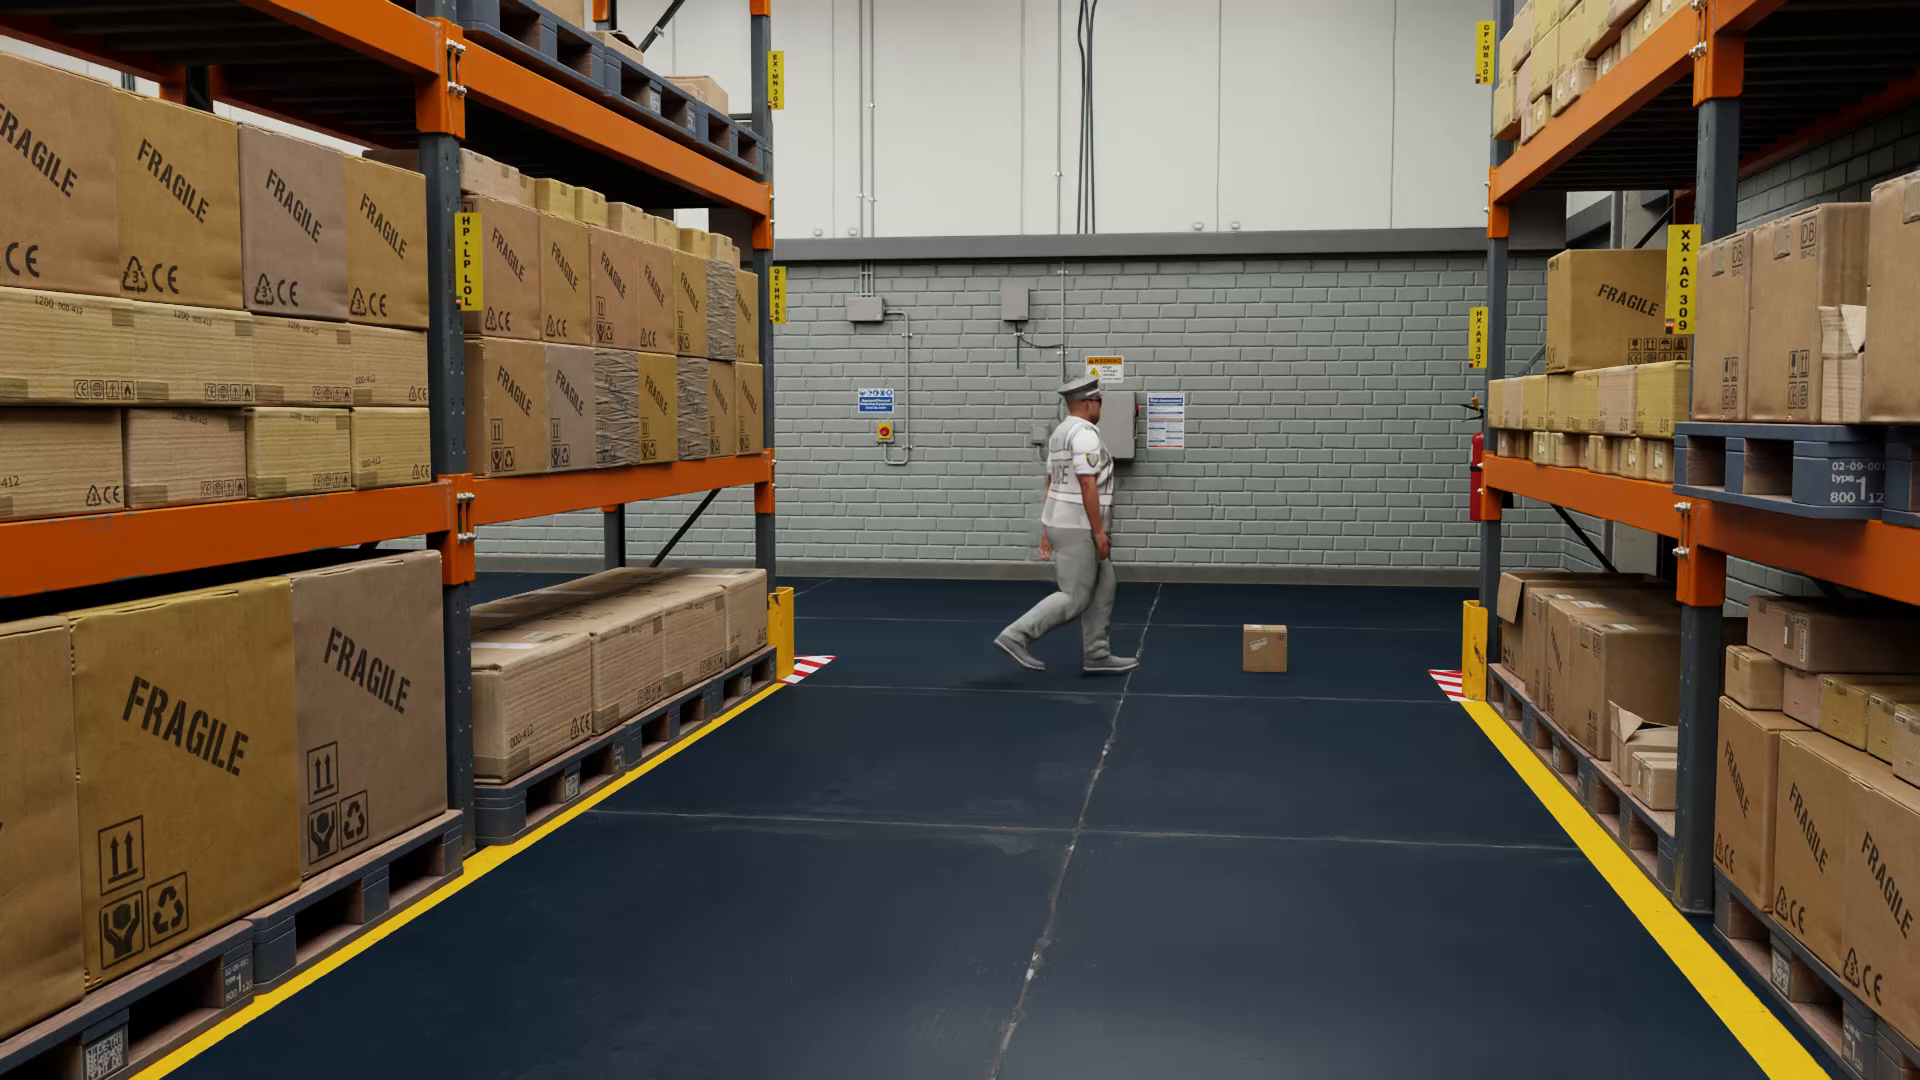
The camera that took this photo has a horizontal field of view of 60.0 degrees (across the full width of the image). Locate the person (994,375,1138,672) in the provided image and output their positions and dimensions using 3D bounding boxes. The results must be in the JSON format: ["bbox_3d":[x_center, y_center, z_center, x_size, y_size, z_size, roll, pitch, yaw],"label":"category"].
[{"bbox_3d":[0.616,-0.084,9.548,0.907,1.726,0.537,-1,5,-10],"label":"person"}]
